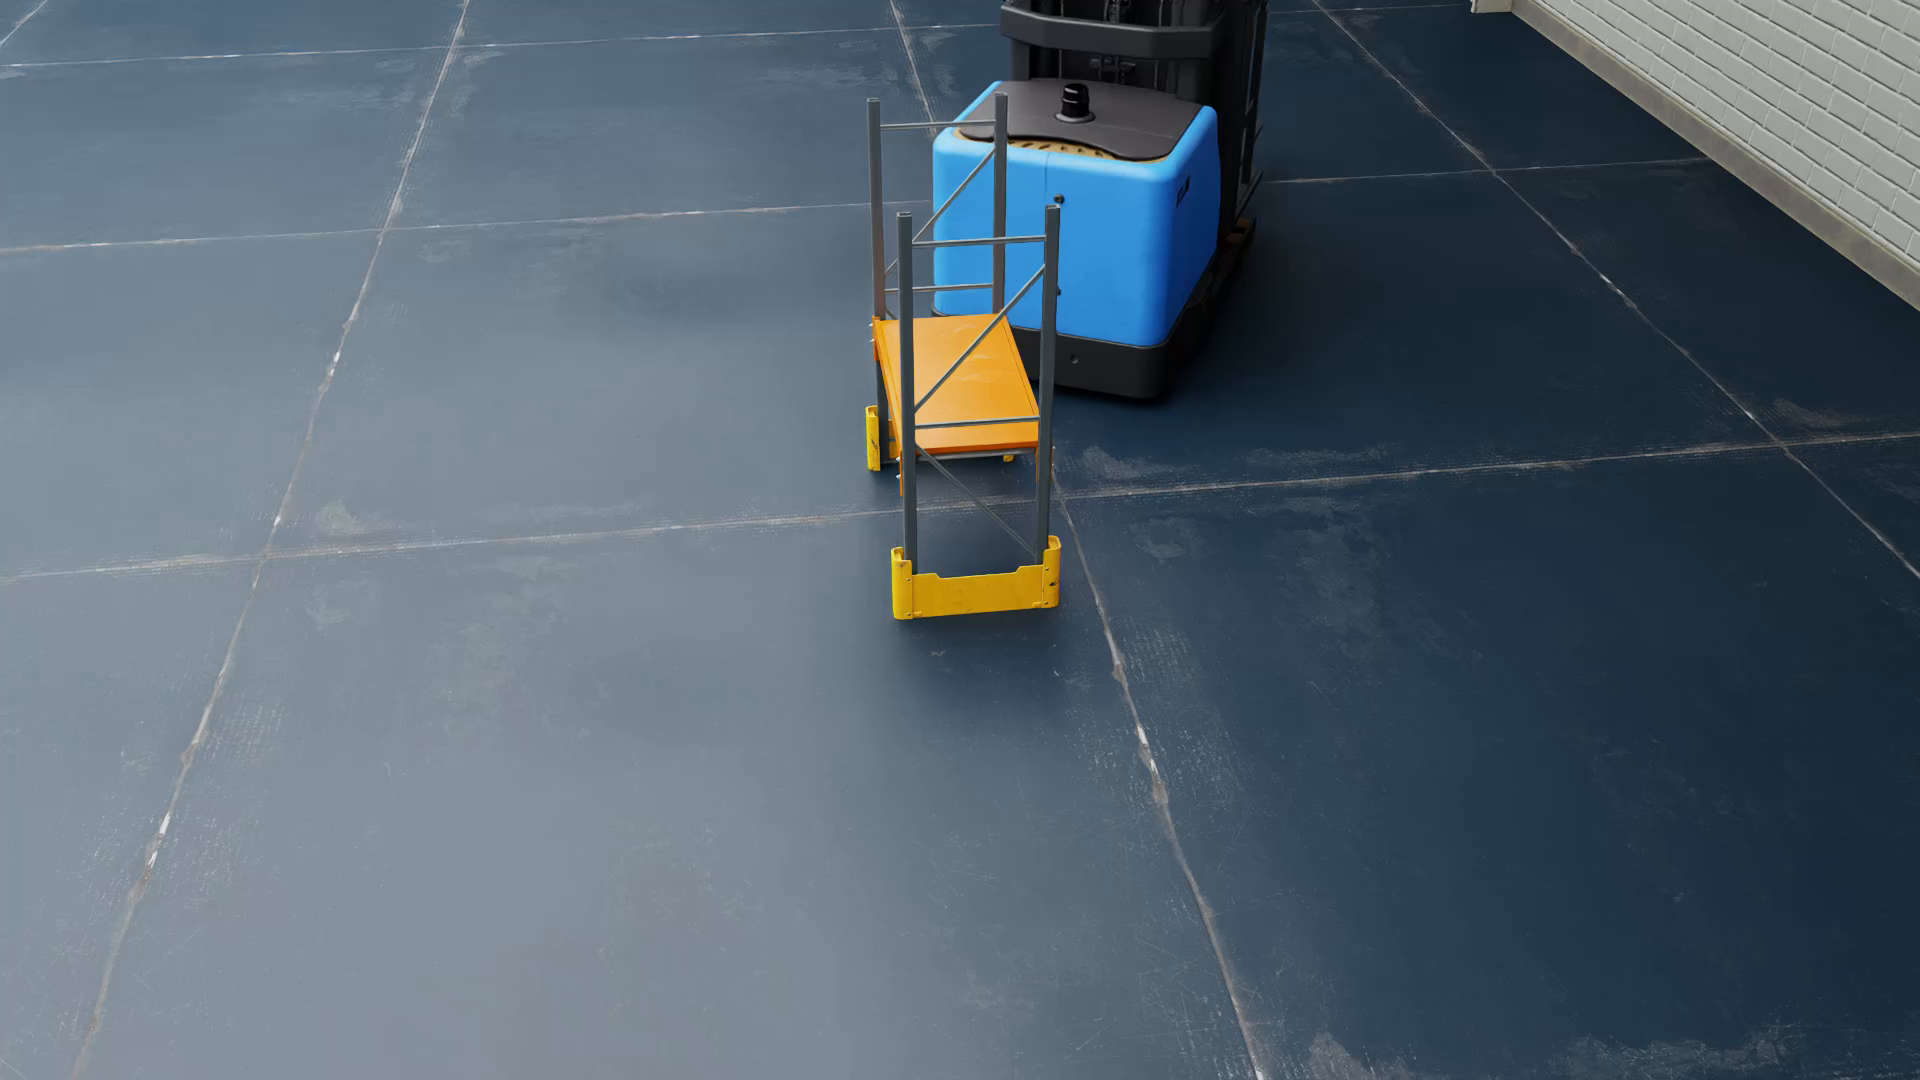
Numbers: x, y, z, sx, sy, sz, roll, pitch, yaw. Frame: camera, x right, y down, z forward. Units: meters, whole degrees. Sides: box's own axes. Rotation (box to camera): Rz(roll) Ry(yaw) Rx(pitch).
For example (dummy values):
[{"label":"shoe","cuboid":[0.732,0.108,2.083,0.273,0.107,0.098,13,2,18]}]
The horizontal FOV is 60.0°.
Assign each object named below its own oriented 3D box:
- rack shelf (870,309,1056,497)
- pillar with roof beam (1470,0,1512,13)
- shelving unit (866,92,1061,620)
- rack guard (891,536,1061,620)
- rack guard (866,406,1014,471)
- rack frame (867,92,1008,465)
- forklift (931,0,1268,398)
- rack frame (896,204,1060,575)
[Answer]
[{"label":"rack shelf","cuboid":[-0.011,-0.519,5.999,0.538,0.185,1.000,-4,35,-6]},{"label":"pillar with roof beam","cuboid":[-0.530,-7.219,8.852,9.100,9.000,0.400,-4,35,-6]},{"label":"shelving unit","cuboid":[-0.010,-0.662,5.890,0.587,1.500,1.083,-4,35,-6]},{"label":"rack guard","cuboid":[0.057,0.132,5.834,0.587,0.250,0.087,-4,35,-6]},{"label":"rack guard","cuboid":[-0.077,-0.424,6.650,0.587,0.250,0.087,-4,35,-6]},{"label":"rack frame","cuboid":[-0.080,-0.951,6.314,0.500,1.500,0.032,-4,35,-6]},{"label":"forklift","cuboid":[0.853,-2.632,7.510,1.130,2.935,3.031,12,36,16]},{"label":"rack frame","cuboid":[0.057,-0.384,5.481,0.500,1.500,0.032,-4,35,-6]}]
